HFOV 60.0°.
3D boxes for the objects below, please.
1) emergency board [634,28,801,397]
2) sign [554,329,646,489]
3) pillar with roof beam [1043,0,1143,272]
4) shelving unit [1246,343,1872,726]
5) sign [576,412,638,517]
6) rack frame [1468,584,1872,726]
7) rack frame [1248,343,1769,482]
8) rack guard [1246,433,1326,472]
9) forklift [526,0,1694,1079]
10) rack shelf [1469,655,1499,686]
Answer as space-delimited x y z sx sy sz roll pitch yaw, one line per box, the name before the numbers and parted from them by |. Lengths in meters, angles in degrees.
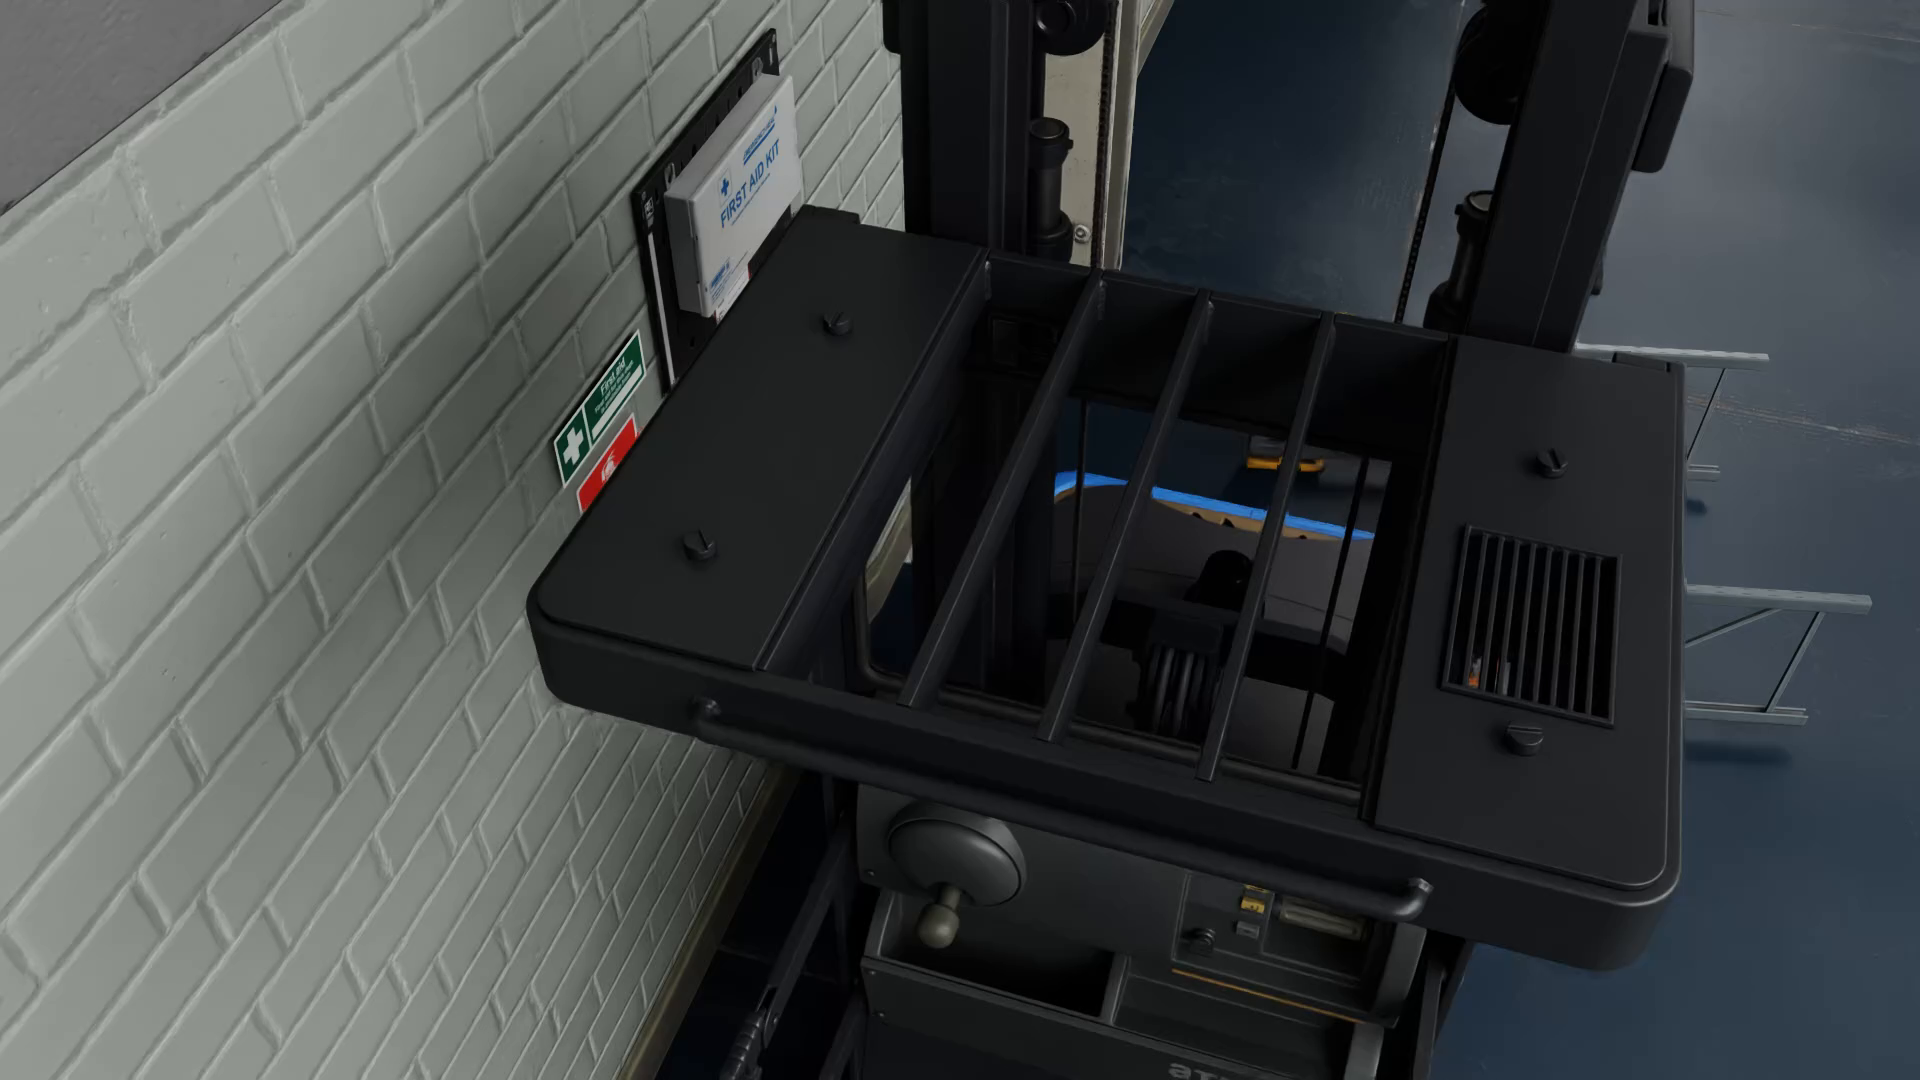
emergency board | -0.377 -0.379 3.493 0.194 1.169 0.643 13 46 13
sign | -0.633 -0.236 2.942 0.001 0.109 0.331 13 46 13
pillar with roof beam | 4.511 -3.251 2.138 9.100 9.000 0.400 13 46 13
shelving unit | 1.653 -0.076 4.890 1.500 0.587 1.083 4 44 3
sign | -0.643 -0.045 3.126 0.001 0.329 0.234 13 46 13
rack frame | 1.609 0.285 4.521 1.500 0.500 0.032 4 44 3
rack frame | 1.695 -0.424 5.245 1.500 0.500 0.032 4 44 3
rack guard | 1.073 -0.462 5.280 0.250 0.587 0.087 4 44 3
forklift | 0.219 0.621 2.519 1.130 2.935 3.031 13 46 13
rack shelf | 1.473 -0.081 4.894 0.185 0.538 1.000 4 44 3
